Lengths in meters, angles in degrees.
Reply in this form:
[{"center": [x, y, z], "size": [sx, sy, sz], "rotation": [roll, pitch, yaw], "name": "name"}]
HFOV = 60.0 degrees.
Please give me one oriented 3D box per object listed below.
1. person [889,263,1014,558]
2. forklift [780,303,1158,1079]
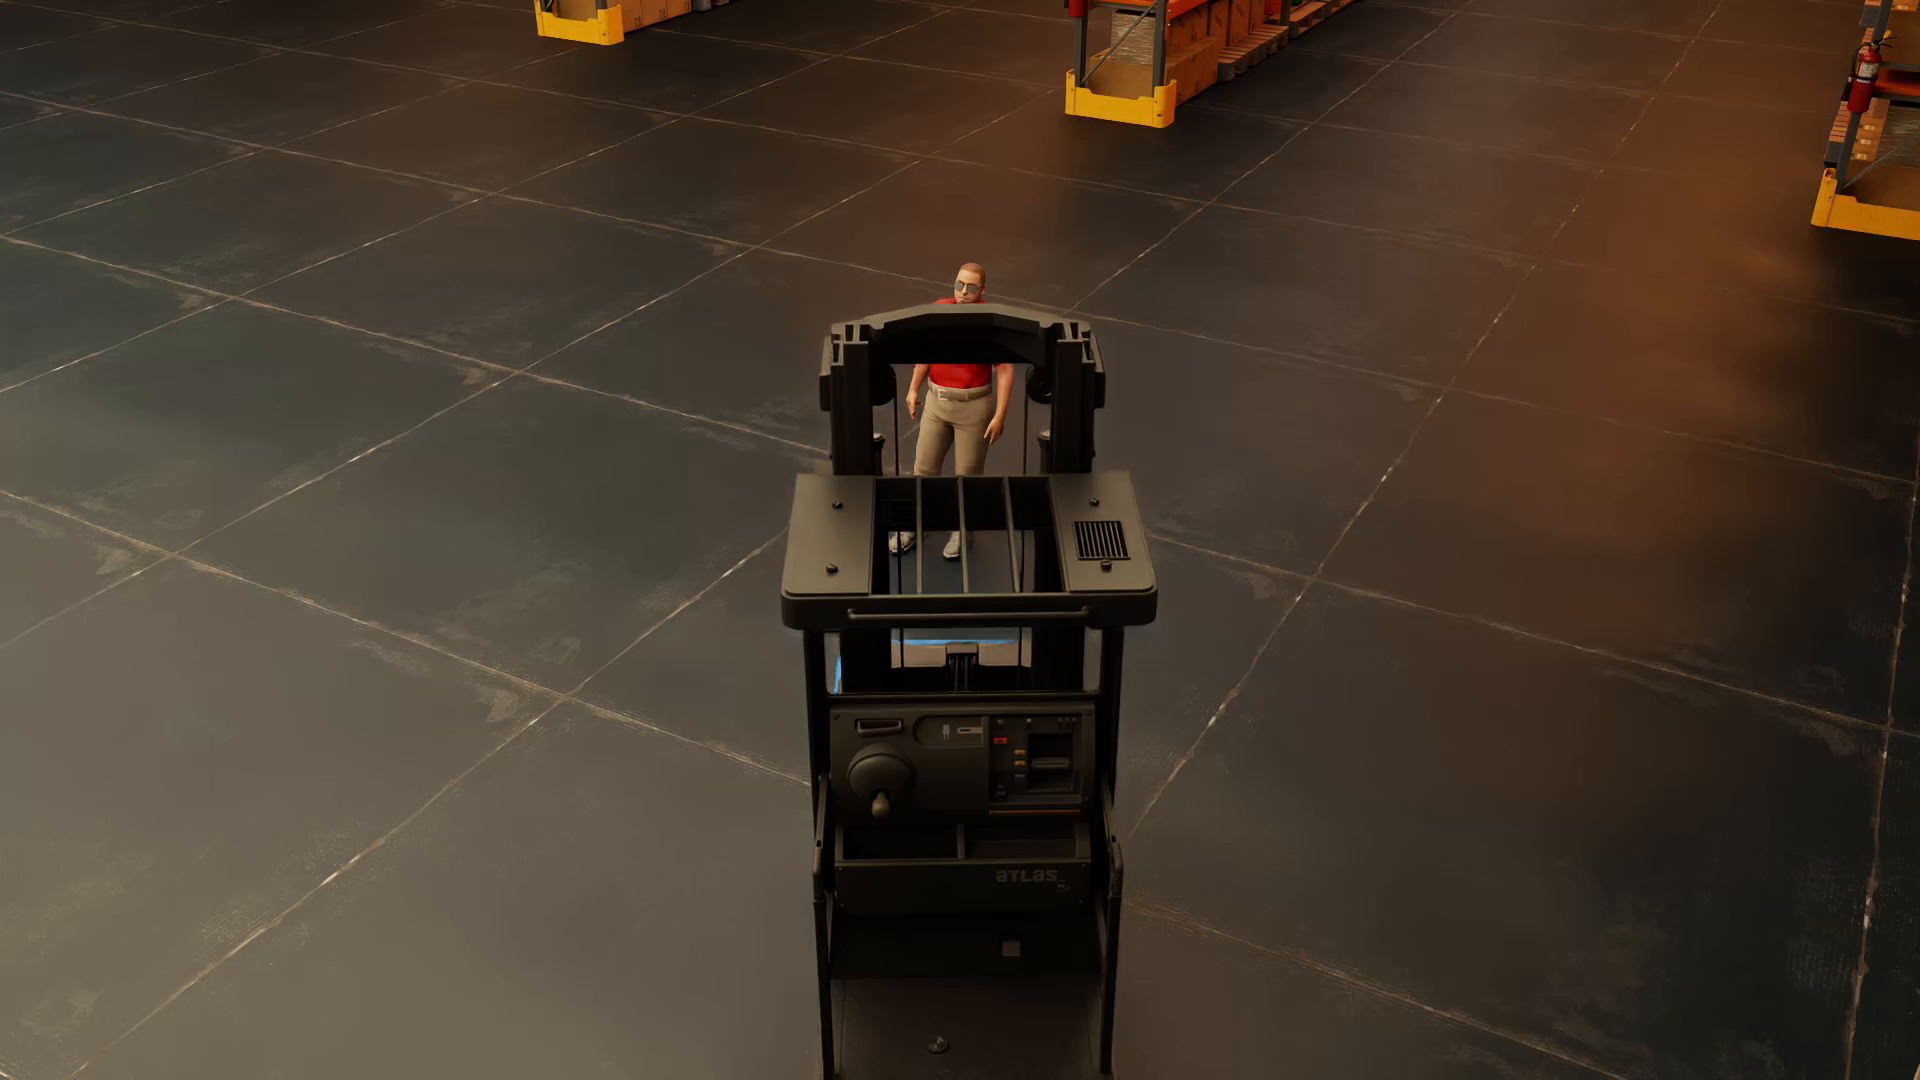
[{"center": [-0.053, -0.719, 9.504], "size": [0.642, 1.727, 0.550], "rotation": [15, 33, 25], "name": "person"}, {"center": [0.018, 0.819, 5.652], "size": [1.130, 2.935, 3.031], "rotation": [-1, 30, -1], "name": "forklift"}]
